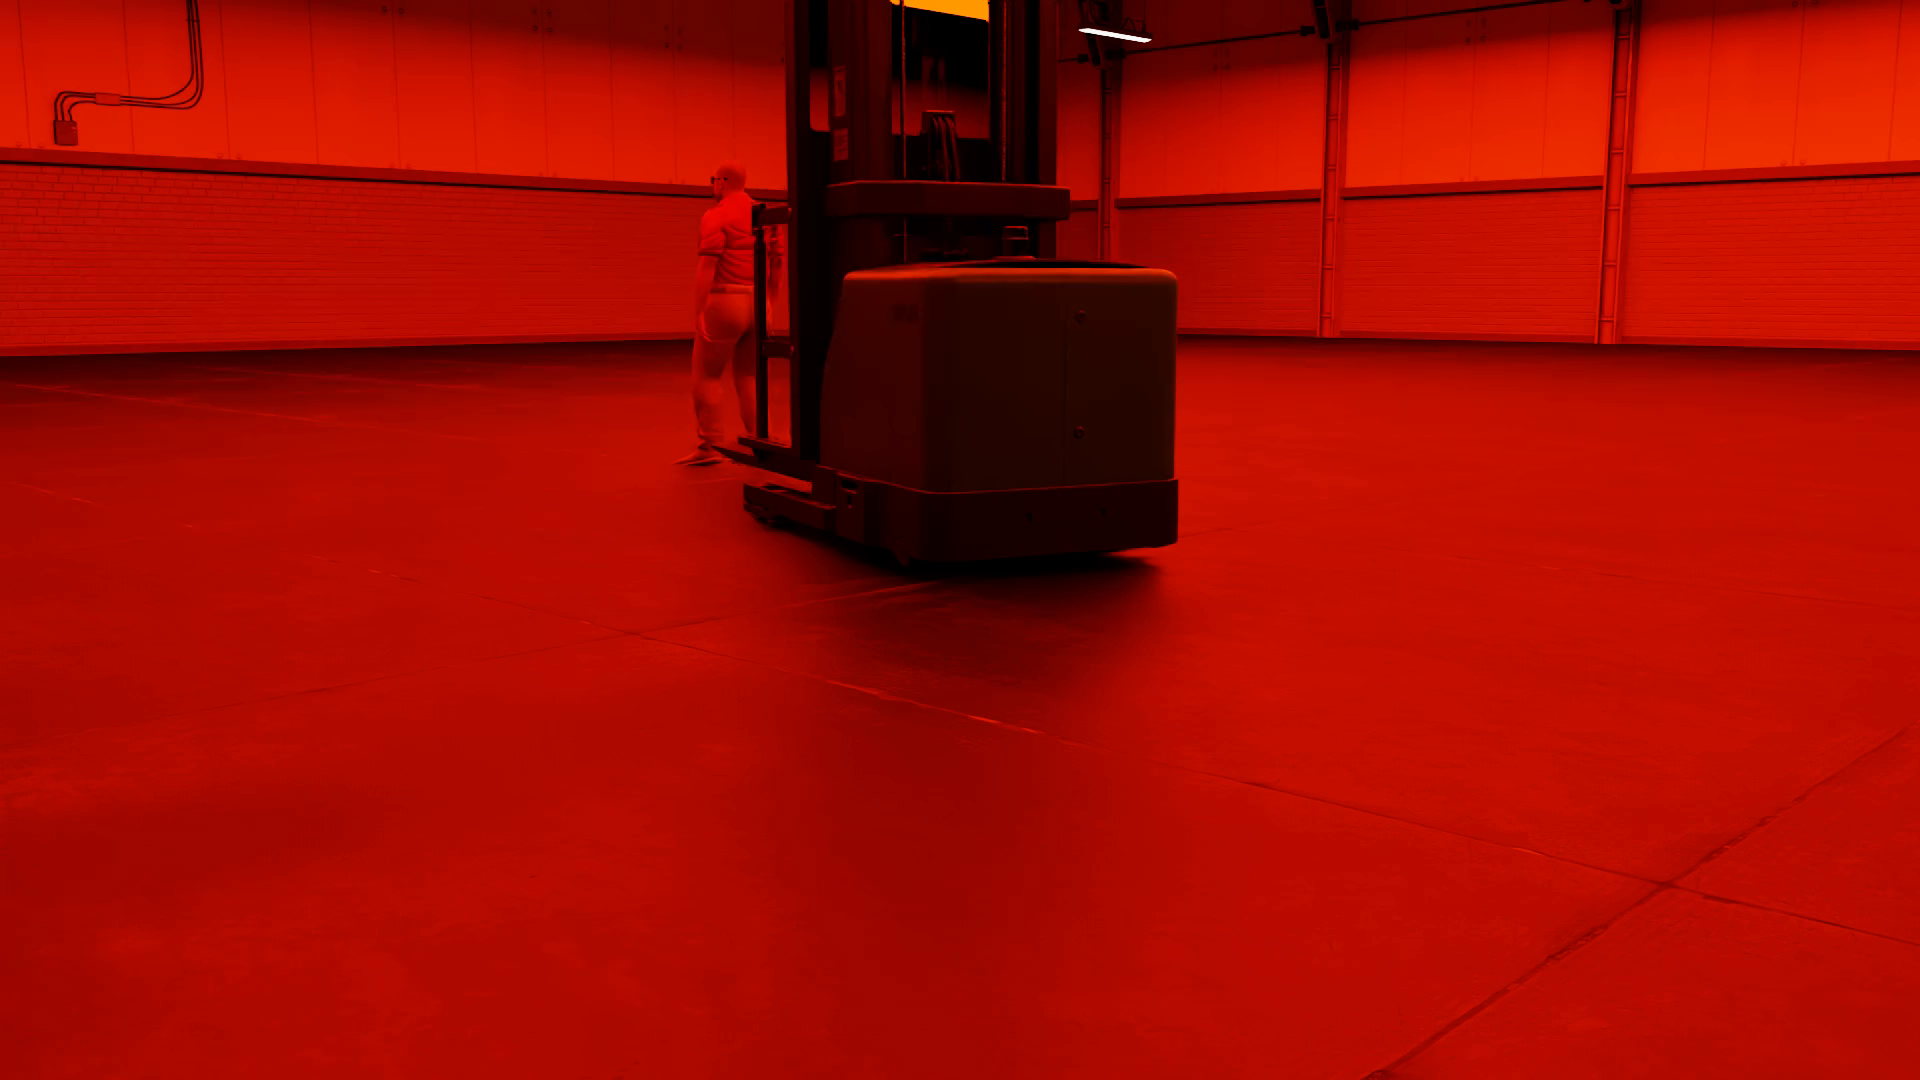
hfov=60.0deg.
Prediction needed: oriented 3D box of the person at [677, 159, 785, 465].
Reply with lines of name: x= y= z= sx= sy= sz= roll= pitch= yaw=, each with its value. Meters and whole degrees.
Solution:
person: x=-1.340 y=-1.286 z=9.571 sx=0.483 sy=1.754 sz=0.620 roll=8 pitch=12 yaw=43

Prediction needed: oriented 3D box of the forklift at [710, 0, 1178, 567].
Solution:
forklift: x=-0.297 y=-1.532 z=7.050 sx=1.130 sy=2.935 sz=3.031 roll=-4 pitch=10 yaw=-26
